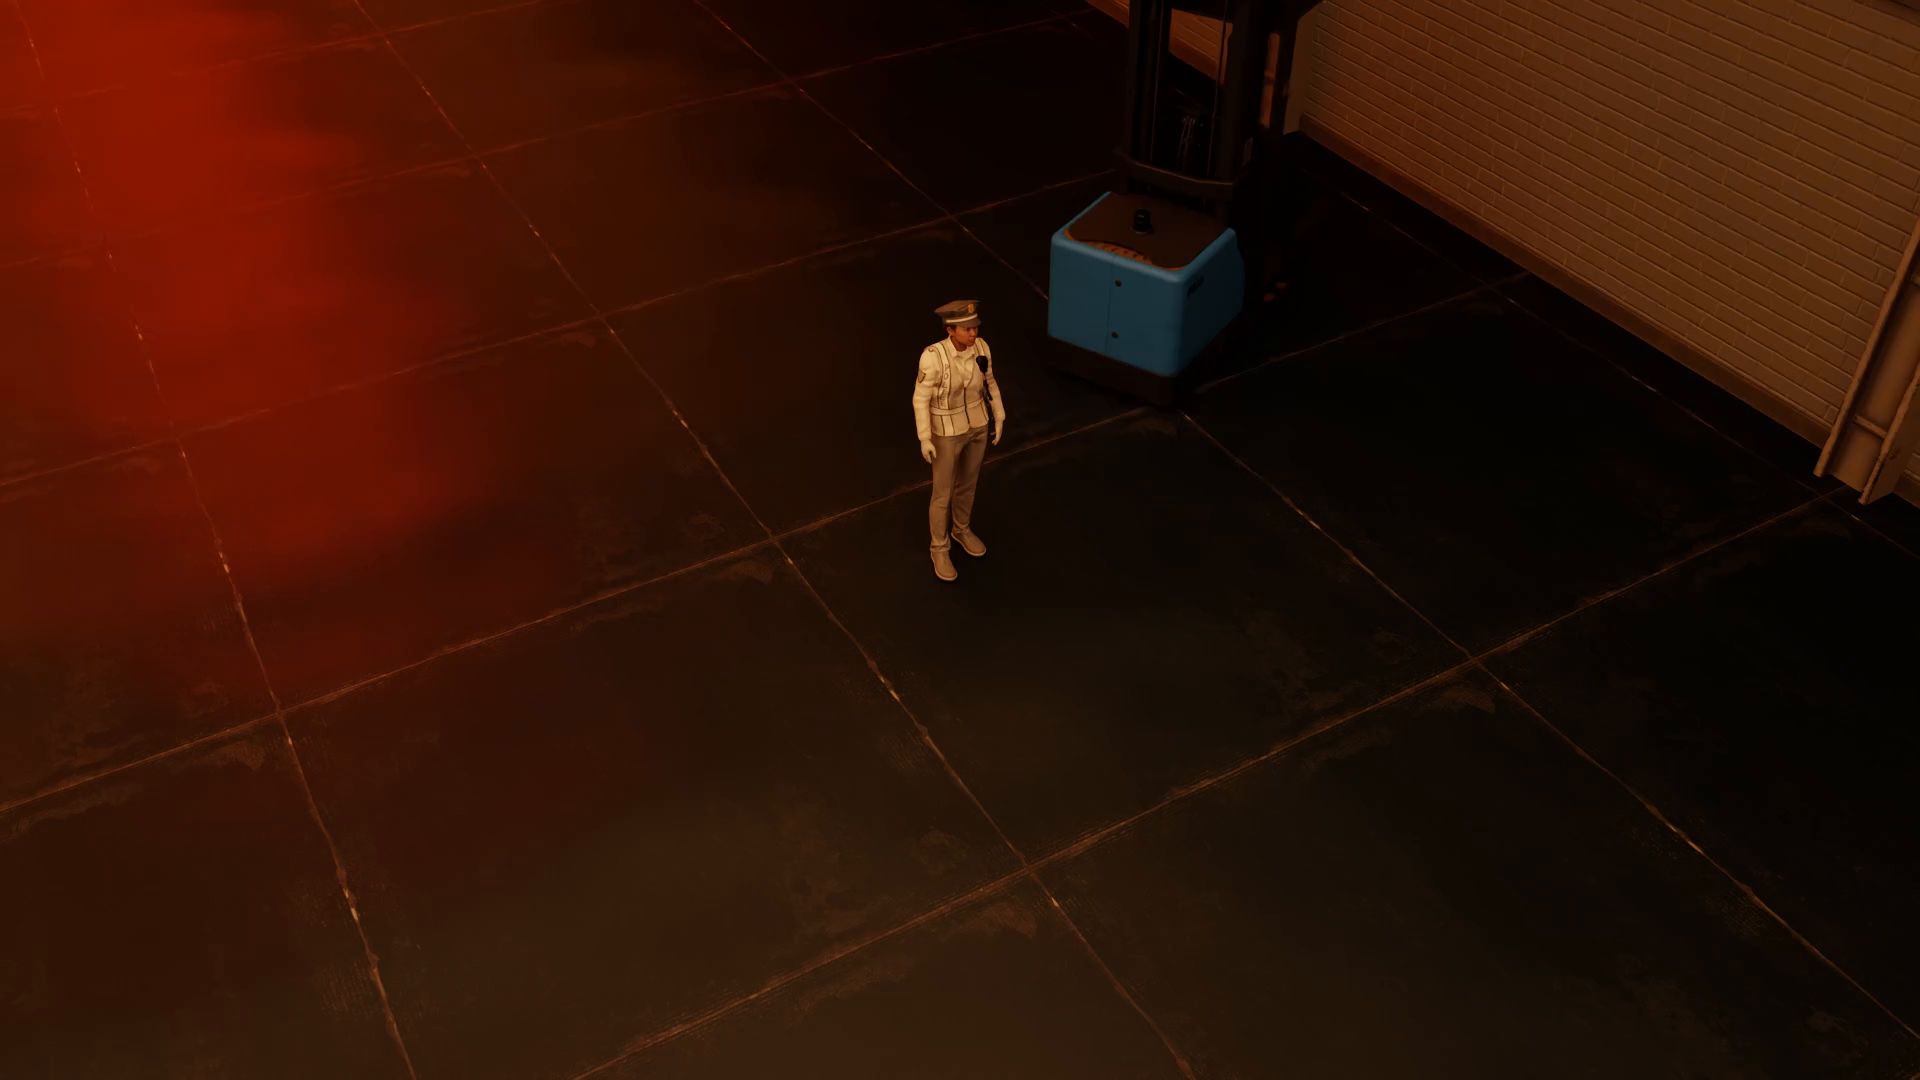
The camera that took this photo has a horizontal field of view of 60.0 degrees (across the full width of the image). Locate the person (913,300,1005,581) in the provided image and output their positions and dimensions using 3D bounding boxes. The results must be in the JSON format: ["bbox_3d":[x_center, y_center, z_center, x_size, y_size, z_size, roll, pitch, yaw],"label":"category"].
[{"bbox_3d":[0.029,-0.618,9.738,0.588,1.695,0.531,-20,44,-23],"label":"person"}]

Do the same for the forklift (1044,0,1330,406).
[{"bbox_3d":[1.828,-2.947,11.589,1.130,2.935,3.031,23,45,25],"label":"forklift"}]
